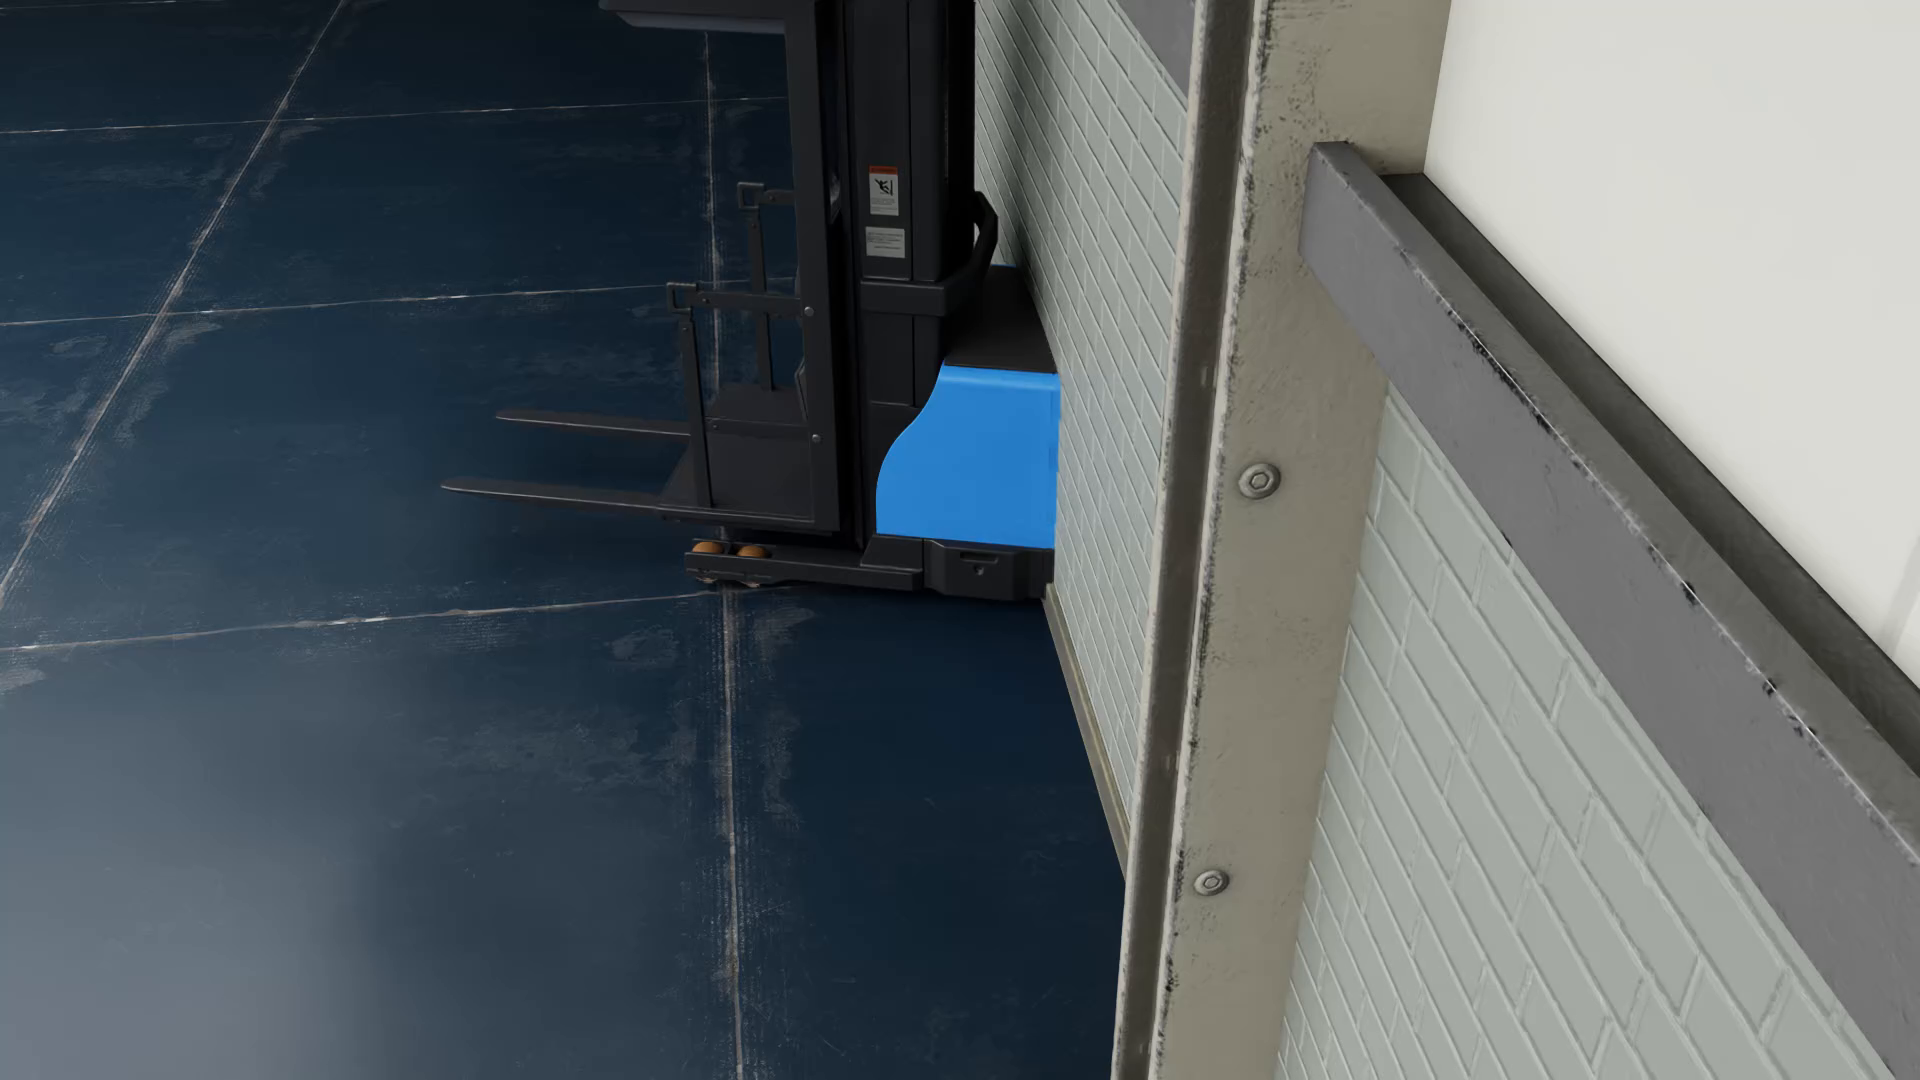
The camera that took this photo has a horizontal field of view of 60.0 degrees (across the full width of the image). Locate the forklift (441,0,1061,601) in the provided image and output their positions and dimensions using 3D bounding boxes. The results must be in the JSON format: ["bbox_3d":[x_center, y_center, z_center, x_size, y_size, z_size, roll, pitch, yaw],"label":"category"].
[{"bbox_3d":[-0.703,-1.306,6.564,3.031,2.935,1.130,5,35,8],"label":"forklift"}]
